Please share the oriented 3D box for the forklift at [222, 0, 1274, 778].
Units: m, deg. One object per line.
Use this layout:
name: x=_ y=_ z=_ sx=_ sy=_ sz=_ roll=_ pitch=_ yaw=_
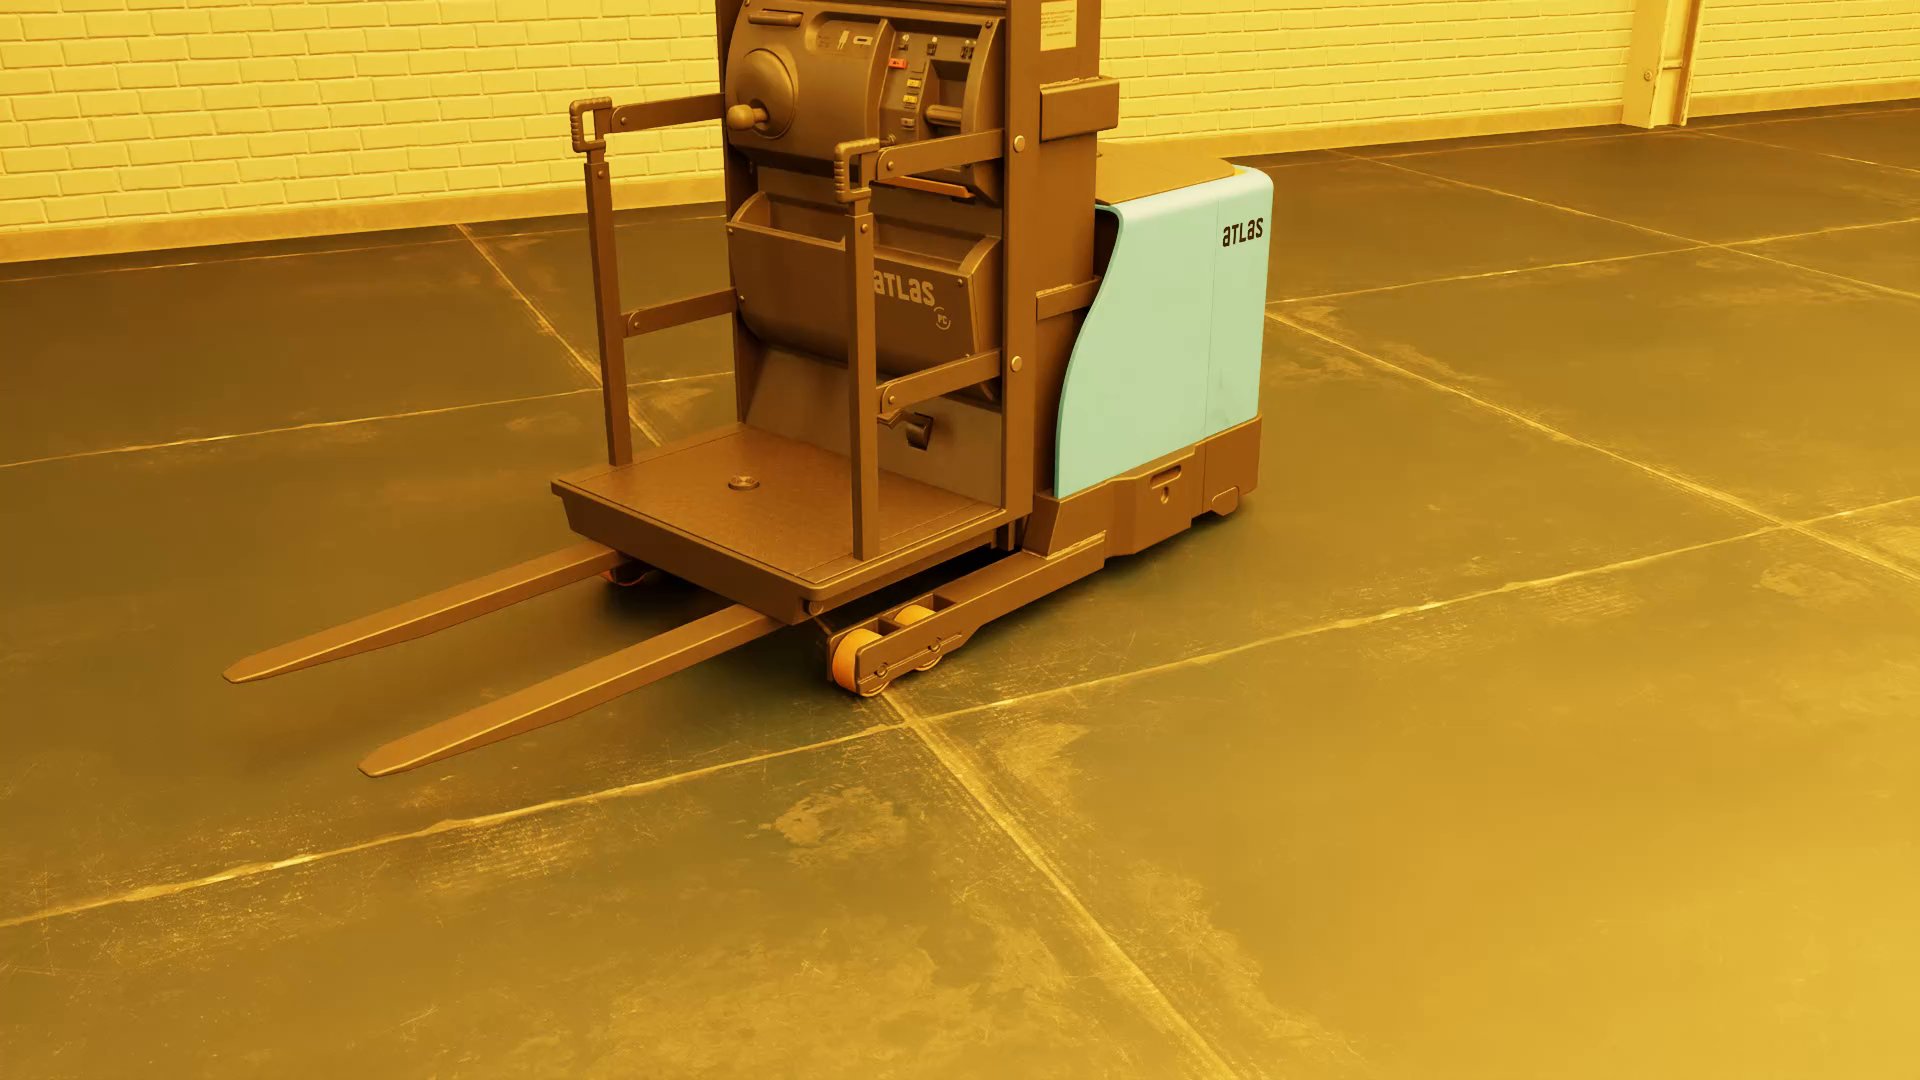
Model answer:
forklift: x=-0.413 y=-1.182 z=4.131 sx=1.130 sy=2.935 sz=3.031 roll=19 pitch=29 yaw=39
